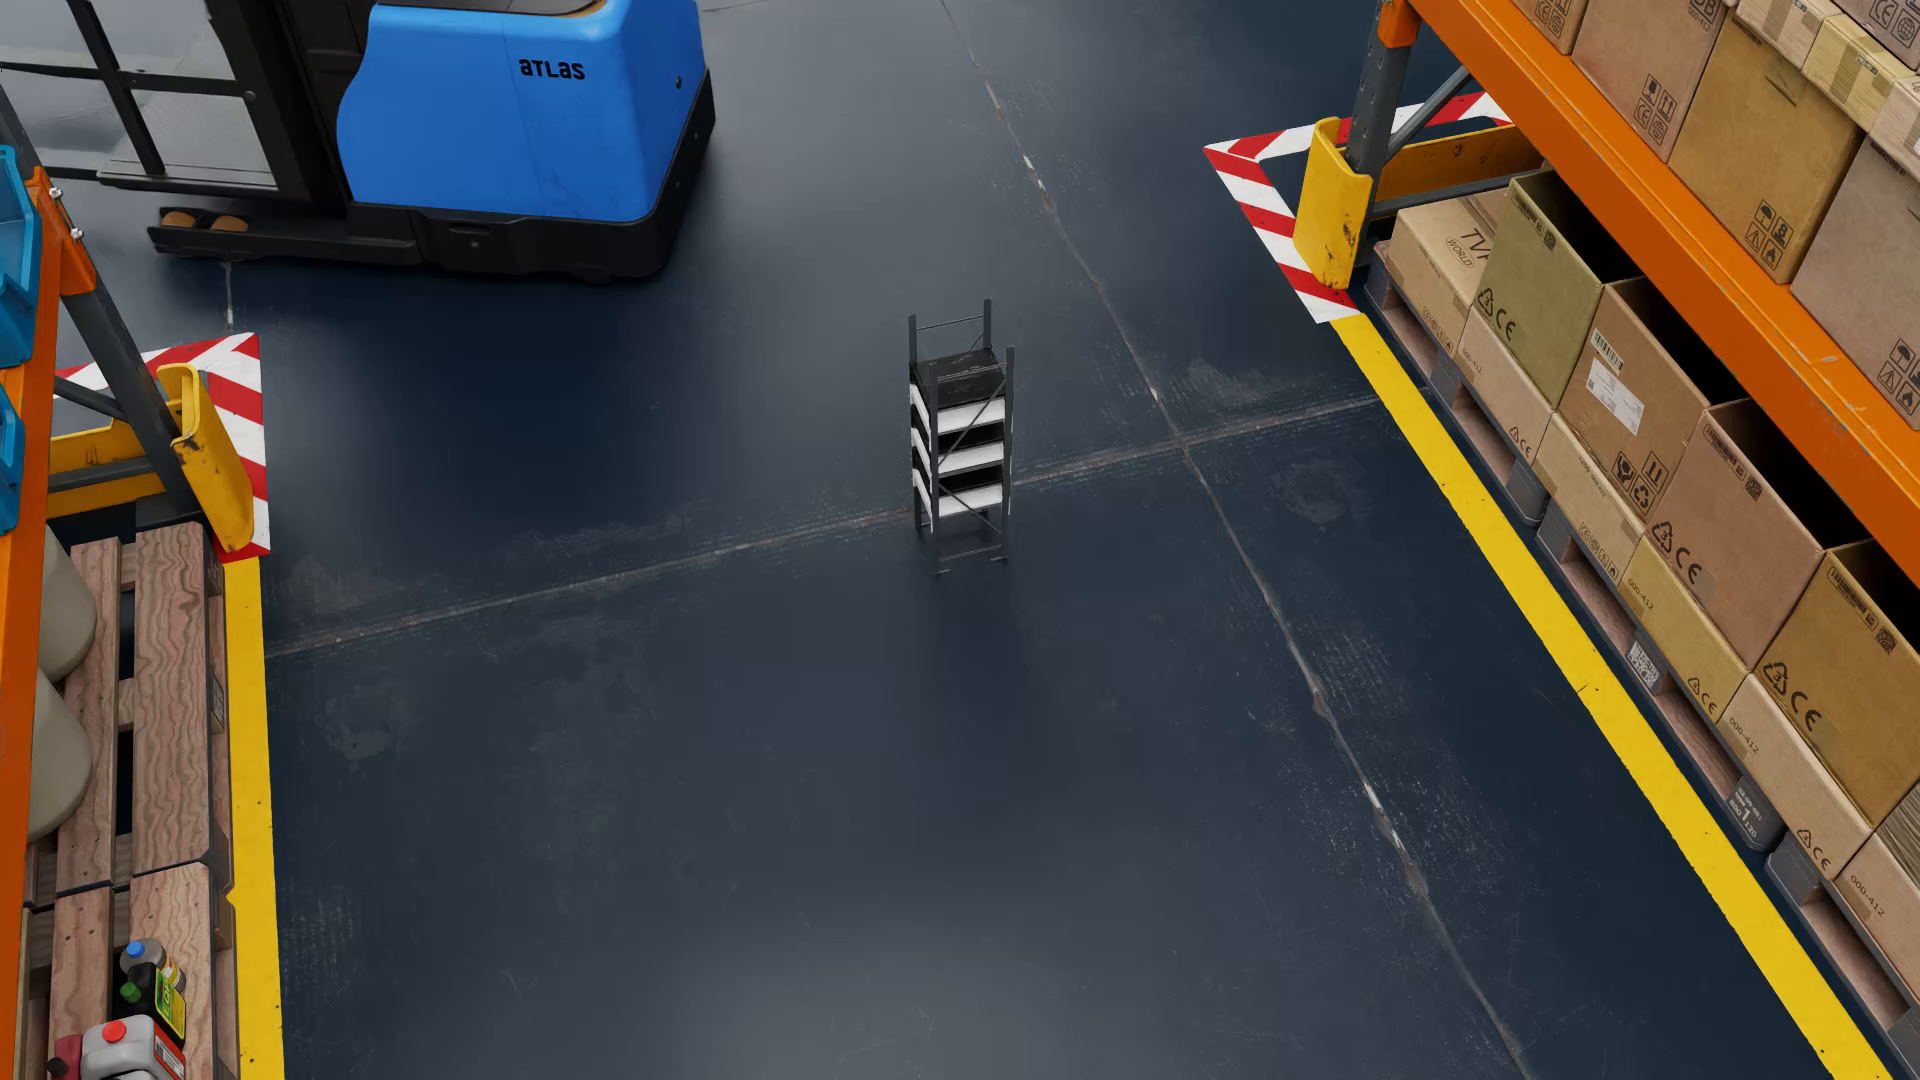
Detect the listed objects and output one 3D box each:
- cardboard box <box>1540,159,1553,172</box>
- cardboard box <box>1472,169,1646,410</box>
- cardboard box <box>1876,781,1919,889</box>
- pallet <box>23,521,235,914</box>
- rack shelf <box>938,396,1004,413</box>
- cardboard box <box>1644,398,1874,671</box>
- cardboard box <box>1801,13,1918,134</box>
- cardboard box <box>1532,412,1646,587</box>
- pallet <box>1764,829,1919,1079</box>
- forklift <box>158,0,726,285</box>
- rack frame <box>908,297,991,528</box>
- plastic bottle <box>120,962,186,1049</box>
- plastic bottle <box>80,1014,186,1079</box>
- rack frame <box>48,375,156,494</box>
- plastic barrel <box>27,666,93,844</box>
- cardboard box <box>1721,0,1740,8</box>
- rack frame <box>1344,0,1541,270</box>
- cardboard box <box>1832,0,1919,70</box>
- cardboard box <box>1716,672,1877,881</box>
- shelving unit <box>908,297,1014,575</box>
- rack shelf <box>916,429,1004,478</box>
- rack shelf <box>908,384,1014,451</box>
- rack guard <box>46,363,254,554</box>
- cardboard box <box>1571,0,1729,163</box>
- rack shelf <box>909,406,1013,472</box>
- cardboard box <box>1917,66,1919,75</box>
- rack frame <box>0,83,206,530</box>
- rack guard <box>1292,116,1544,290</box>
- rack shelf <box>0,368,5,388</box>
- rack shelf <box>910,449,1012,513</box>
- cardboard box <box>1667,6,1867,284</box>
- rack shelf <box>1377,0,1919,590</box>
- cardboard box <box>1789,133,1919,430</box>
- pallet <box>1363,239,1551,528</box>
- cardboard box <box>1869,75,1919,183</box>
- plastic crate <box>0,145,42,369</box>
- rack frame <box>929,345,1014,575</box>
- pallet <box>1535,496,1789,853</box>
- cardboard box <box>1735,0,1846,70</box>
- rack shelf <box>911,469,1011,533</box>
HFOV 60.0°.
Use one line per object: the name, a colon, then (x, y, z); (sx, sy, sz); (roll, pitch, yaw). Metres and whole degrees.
cardboard box: (2.280, -1.266, 5.389); (0.500, 0.500, 0.500); (-13, 51, -11)
cardboard box: (1.933, -0.784, 4.982); (0.500, 0.500, 0.500); (-13, 51, -11)
cardboard box: (2.537, 0.674, 3.753); (0.500, 0.500, 0.500); (-13, 51, -11)
pallet: (-2.594, 0.556, 4.643); (1.003, 0.211, 1.213); (-13, 51, -11)
rack shelf: (0.002, -0.446, 4.709); (0.199, 0.015, 0.184); (-13, 51, -11)
cardboard box: (2.224, -0.052, 4.365); (0.500, 0.500, 0.500); (-13, 51, -11)
cardboard box: (2.130, -1.065, 3.697); (0.380, 0.149, 0.250); (-14, 51, -11)
cardboard box: (2.082, -0.177, 4.961); (0.500, 0.250, 0.500); (-13, 51, -11)
pallet: (2.825, 1.130, 4.159); (1.003, 0.211, 1.213); (-13, 51, -11)
forklift: (-2.475, -2.359, 5.322); (3.031, 2.935, 1.130); (5, 50, 4)
rack frame: (-0.028, -0.358, 4.964); (0.240, 0.900, 0.006); (-13, 51, -11)
plastic bottle: (-1.882, 1.075, 3.871); (0.061, 0.283, 0.133); (-12, 51, -10)
plastic bottle: (-1.886, 1.186, 3.782); (0.152, 0.276, 0.135); (-13, 51, -11)
rack frame: (-2.899, -0.982, 4.116); (0.949, 2.616, 0.053); (-13, 51, -11)
plastic barrel: (-2.480, 0.514, 4.208); (0.421, 0.512, 0.421); (0, 50, 0)
cardboard box: (1.973, -1.446, 4.018); (0.380, 0.149, 0.250); (-14, 51, -12)
rack frame: (1.837, -2.100, 5.058); (1.000, 3.000, 0.127); (-13, 51, -11)
cardboard box: (2.289, -1.417, 3.568); (0.700, 0.500, 0.500); (-13, 51, -11)
cardboard box: (2.373, 0.554, 4.345); (0.500, 0.250, 0.500); (-13, 51, -11)
shelving unit: (-10.164, -11.825, 13.191); (11.303, 3.100, 33.289); (-13, 51, -11)
rack shelf: (0.002, -0.276, 4.911); (0.221, 0.026, 0.190); (-13, 51, -11)
rack shelf: (0.002, -0.379, 4.789); (0.258, 0.077, 0.200); (-13, 51, -11)
rack guard: (-2.829, -0.132, 5.034); (1.175, 0.500, 0.348); (-13, 51, -11)
cardboard box: (2.123, -1.406, 4.408); (0.700, 0.500, 0.500); (-12, 51, -10)
rack shelf: (0.002, -0.321, 4.858); (0.258, 0.077, 0.200); (-13, 51, -11)
cardboard box: (2.437, -1.051, 3.260); (0.700, 0.500, 0.500); (-13, 51, -11)
rack frame: (-2.896, -0.982, 4.116); (1.000, 3.000, 0.127); (-13, 51, -11)
rack guard: (1.830, -1.311, 6.029); (1.175, 0.500, 0.348); (-13, 51, -11)
rack shelf: (-2.305, 0.647, 3.085); (0.919, 0.124, 3.809); (-13, 51, -11)
rack shelf: (-10.165, -11.826, 13.193); (11.303, 3.100, 33.284); (-13, 51, -11)
cardboard box: (2.264, -1.042, 4.101); (0.700, 0.500, 0.500); (-13, 51, -11)
rack shelf: (2.428, -0.407, 4.102); (1.077, 0.370, 4.000); (-13, 51, -11)
cardboard box: (2.423, -0.658, 3.777); (0.700, 0.500, 0.500); (-12, 51, -10)
pallet: (2.103, -0.652, 5.661); (1.003, 0.211, 1.213); (-13, 51, -11)
cardboard box: (2.201, -0.883, 3.543); (0.380, 0.149, 0.250); (-13, 51, -11)
plastic crate: (-2.462, -0.637, 3.922); (0.499, 0.251, 0.616); (-13, 51, -11)
rack frame: (0.032, -0.210, 4.838); (0.240, 0.900, 0.006); (-13, 51, -11)
pallet: (2.460, 0.238, 4.911); (1.003, 0.211, 1.213); (-13, 51, -11)
cardboard box: (2.054, -1.252, 3.854); (0.380, 0.149, 0.250); (-15, 51, -12)
rack shelf: (0.002, -0.147, 5.064); (0.258, 0.077, 0.200); (-13, 51, -11)
